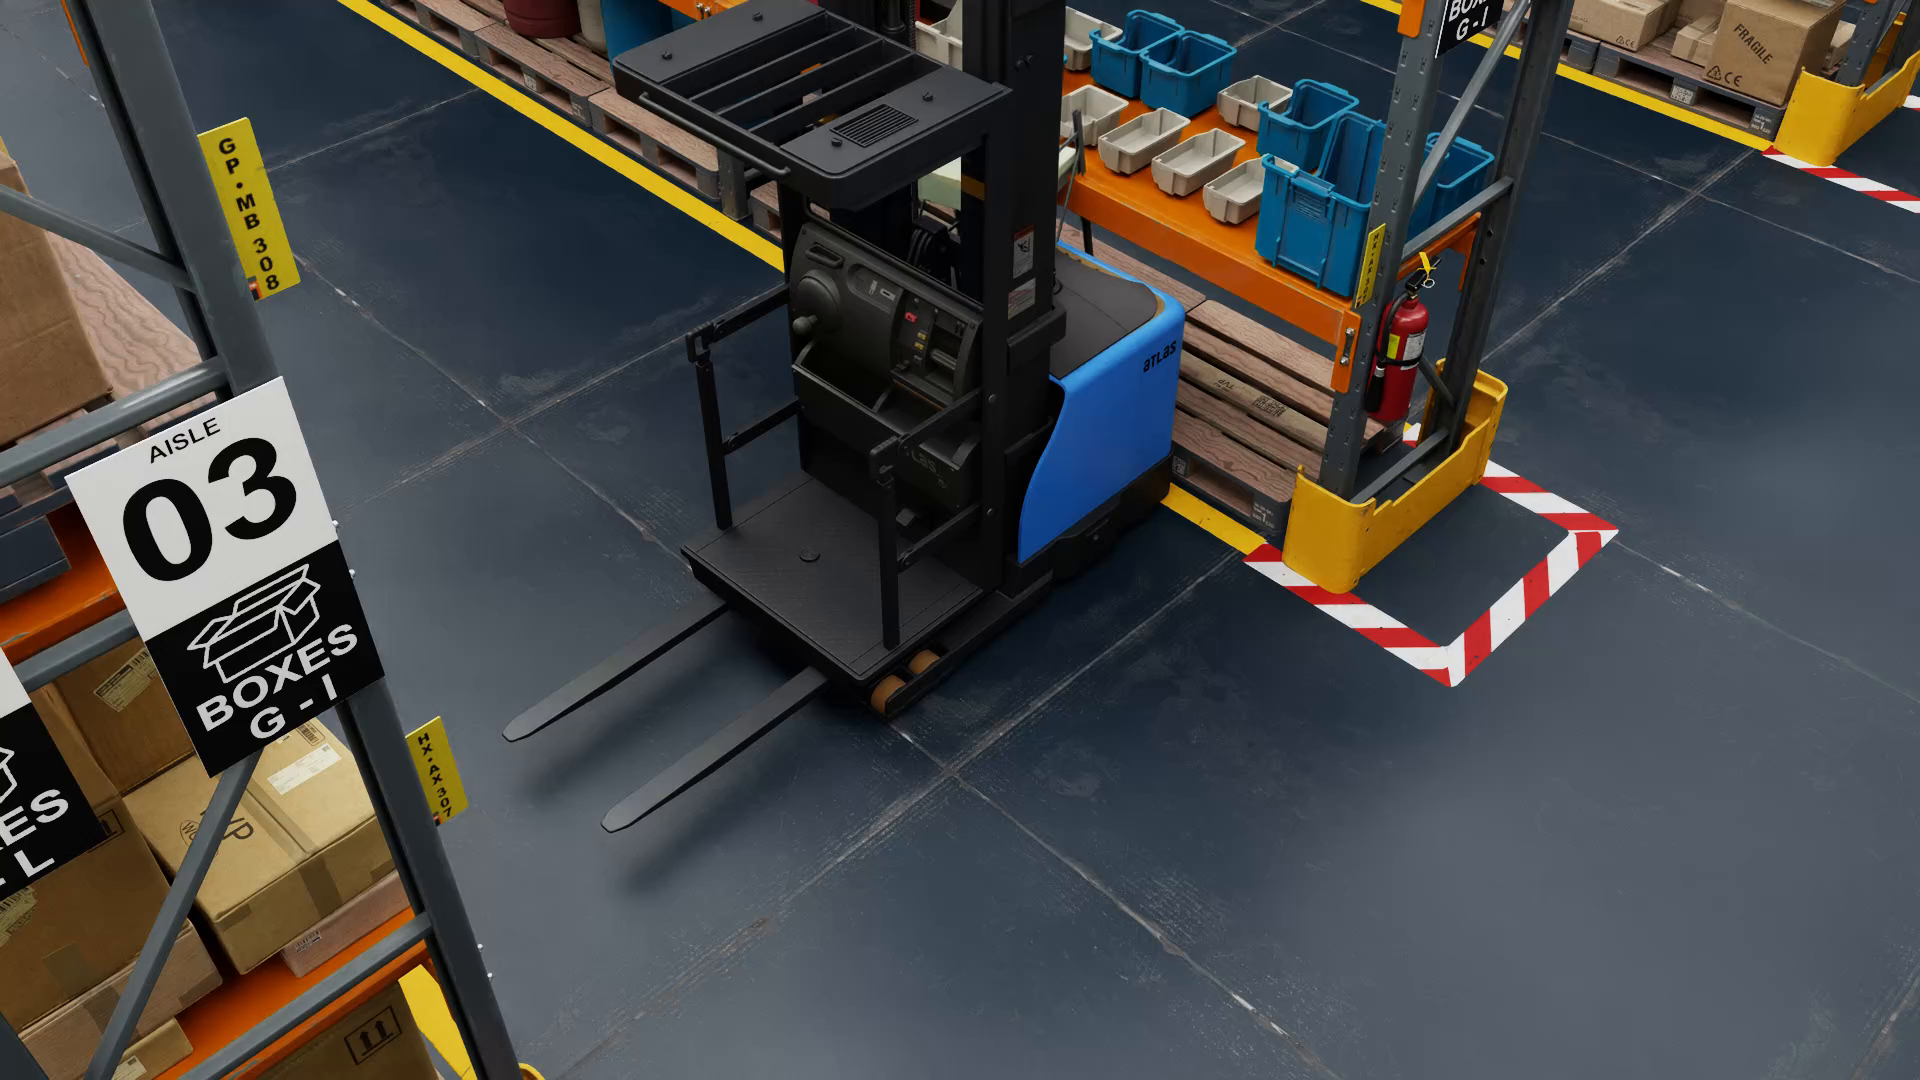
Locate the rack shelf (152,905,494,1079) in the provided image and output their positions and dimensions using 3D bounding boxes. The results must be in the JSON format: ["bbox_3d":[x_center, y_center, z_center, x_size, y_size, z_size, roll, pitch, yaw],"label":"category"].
[{"bbox_3d":[-3.030,0.458,5.192,1.077,0.370,4.000,-34,53,-31],"label":"rack shelf"}]

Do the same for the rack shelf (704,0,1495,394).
[{"bbox_3d":[0.477,-1.916,7.760,1.077,0.370,4.000,-34,53,-31],"label":"rack shelf"}]

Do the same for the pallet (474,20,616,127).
[{"bbox_3d":[-2.317,-3.094,10.560,1.003,0.211,1.213,-34,53,-31],"label":"pallet"}]

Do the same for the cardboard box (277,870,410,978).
[{"bbox_3d":[-1.634,0.918,4.348,0.380,0.149,0.250,-33,52,-31],"label":"cardboard box"}]

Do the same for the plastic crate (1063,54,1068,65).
[{"bbox_3d":[0.258,-2.043,7.448,0.416,0.233,0.300,-34,53,-31],"label":"plastic crate"}]

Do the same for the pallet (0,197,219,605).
[{"bbox_3d":[-2.149,-0.266,3.300,1.003,0.211,1.213,-34,53,-31],"label":"pallet"}]

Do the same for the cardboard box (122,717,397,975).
[{"bbox_3d":[-1.765,0.741,4.247,0.500,0.250,0.500,33,52,30],"label":"cardboard box"}]

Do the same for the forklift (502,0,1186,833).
[{"bbox_3d":[-0.436,-0.768,6.039,1.130,2.935,3.031,33,52,31],"label":"forklift"}]

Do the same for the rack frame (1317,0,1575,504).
[{"bbox_3d":[1.889,-1.219,6.476,1.000,3.000,0.127,-34,53,-31],"label":"rack frame"}]

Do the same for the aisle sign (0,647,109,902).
[{"bbox_3d":[-1.779,0.378,2.832,0.394,0.787,0.004,-34,53,-31],"label":"aisle sign"}]

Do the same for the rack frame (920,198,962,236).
[{"bbox_3d":[-0.111,-1.390,7.732,0.023,1.500,0.400,23,52,30],"label":"rack frame"}]

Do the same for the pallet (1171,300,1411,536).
[{"bbox_3d":[1.334,-0.610,7.872,1.003,0.211,1.213,-34,53,-31],"label":"pallet"}]

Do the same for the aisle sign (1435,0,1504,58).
[{"bbox_3d":[1.733,-1.999,5.405,0.394,0.787,0.004,-34,53,-31],"label":"aisle sign"}]

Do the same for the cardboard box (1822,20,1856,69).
[{"bbox_3d":[5.347,-3.072,10.258,0.380,0.149,0.250,-34,53,-31],"label":"cardboard box"}]

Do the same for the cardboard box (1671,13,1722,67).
[{"bbox_3d":[4.618,-3.093,10.268,0.380,0.166,0.250,-34,53,-31],"label":"cardboard box"}]

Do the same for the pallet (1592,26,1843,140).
[{"bbox_3d":[4.782,-2.986,10.444,1.003,0.211,1.213,-34,53,-31],"label":"pallet"}]

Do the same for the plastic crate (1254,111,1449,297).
[{"bbox_3d":[1.521,-1.325,6.521,0.616,0.435,0.499,-34,53,-31],"label":"plastic crate"}]

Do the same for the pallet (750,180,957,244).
[{"bbox_3d":[-0.389,-1.782,9.140,1.003,0.211,1.213,-34,53,-31],"label":"pallet"}]

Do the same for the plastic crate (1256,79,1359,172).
[{"bbox_3d":[1.483,-1.772,7.154,0.416,0.233,0.300,-34,53,-31],"label":"plastic crate"}]

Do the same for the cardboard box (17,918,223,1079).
[{"bbox_3d":[-2.148,0.995,3.972,0.500,0.250,0.500,33,52,31],"label":"cardboard box"}]

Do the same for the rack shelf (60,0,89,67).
[{"bbox_3d":[-3.030,-1.598,3.291,1.077,0.370,4.000,-34,53,-31],"label":"rack shelf"}]

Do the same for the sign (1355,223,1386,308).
[{"bbox_3d":[1.511,-1.007,6.127,0.100,0.325,0.005,-34,53,-31],"label":"sign"}]

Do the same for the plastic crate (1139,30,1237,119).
[{"bbox_3d":[1.018,-2.089,7.497,0.416,0.233,0.300,-34,53,-31],"label":"plastic crate"}]

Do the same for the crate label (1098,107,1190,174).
[{"bbox_3d":[0.777,-1.717,7.166,0.396,0.136,0.243,-34,53,-31],"label":"crate label"}]

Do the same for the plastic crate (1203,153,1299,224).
[{"bbox_3d":[1.185,-1.449,6.876,0.396,0.136,0.243,-34,53,-31],"label":"plastic crate"}]

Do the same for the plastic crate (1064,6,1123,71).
[{"bbox_3d":[0.507,-2.373,7.876,0.293,0.136,0.466,-34,53,-31],"label":"plastic crate"}]

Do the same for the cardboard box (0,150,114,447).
[{"bbox_3d":[-2.023,-0.399,2.922,0.500,0.500,0.700,31,51,29],"label":"cardboard box"}]

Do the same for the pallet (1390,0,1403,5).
[{"bbox_3d":[3.059,-4.158,11.712,1.003,0.211,1.213,-34,53,-31],"label":"pallet"}]

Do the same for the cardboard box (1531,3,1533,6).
[{"bbox_3d":[3.905,-3.858,10.847,0.797,0.503,0.637,-34,53,-31],"label":"cardboard box"}]

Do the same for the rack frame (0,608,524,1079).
[{"bbox_3d":[-1.617,1.155,3.907,1.000,3.000,0.127,-34,53,-31],"label":"rack frame"}]

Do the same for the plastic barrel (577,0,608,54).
[{"bbox_3d":[-2.143,-3.305,10.258,0.421,0.512,0.421,0,43,0],"label":"plastic barrel"}]

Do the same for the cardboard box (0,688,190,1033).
[{"bbox_3d":[-2.147,0.717,3.720,0.500,0.500,0.500,-33,52,-31],"label":"cardboard box"}]

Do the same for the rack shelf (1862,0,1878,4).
[{"bbox_3d":[3.987,-4.288,10.328,1.077,0.370,4.000,-34,53,-31],"label":"rack shelf"}]

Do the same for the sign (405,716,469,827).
[{"bbox_3d":[-1.220,0.545,3.871,0.100,0.325,0.005,-34,53,-31],"label":"sign"}]

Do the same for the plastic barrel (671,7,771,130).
[{"bbox_3d":[-1.308,-2.794,9.418,0.600,0.901,0.708,-34,53,-31],"label":"plastic barrel"}]

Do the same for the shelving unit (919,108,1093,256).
[{"bbox_3d":[0.182,-1.267,7.550,0.755,1.500,0.431,23,52,30],"label":"shelving unit"}]

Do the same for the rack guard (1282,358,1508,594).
[{"bbox_3d":[1.916,-0.296,7.319,1.175,0.500,0.348,-34,53,-31],"label":"rack guard"}]

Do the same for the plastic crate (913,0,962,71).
[{"bbox_3d":[0.013,-2.297,7.687,0.437,0.282,0.530,-34,53,-31],"label":"plastic crate"}]
